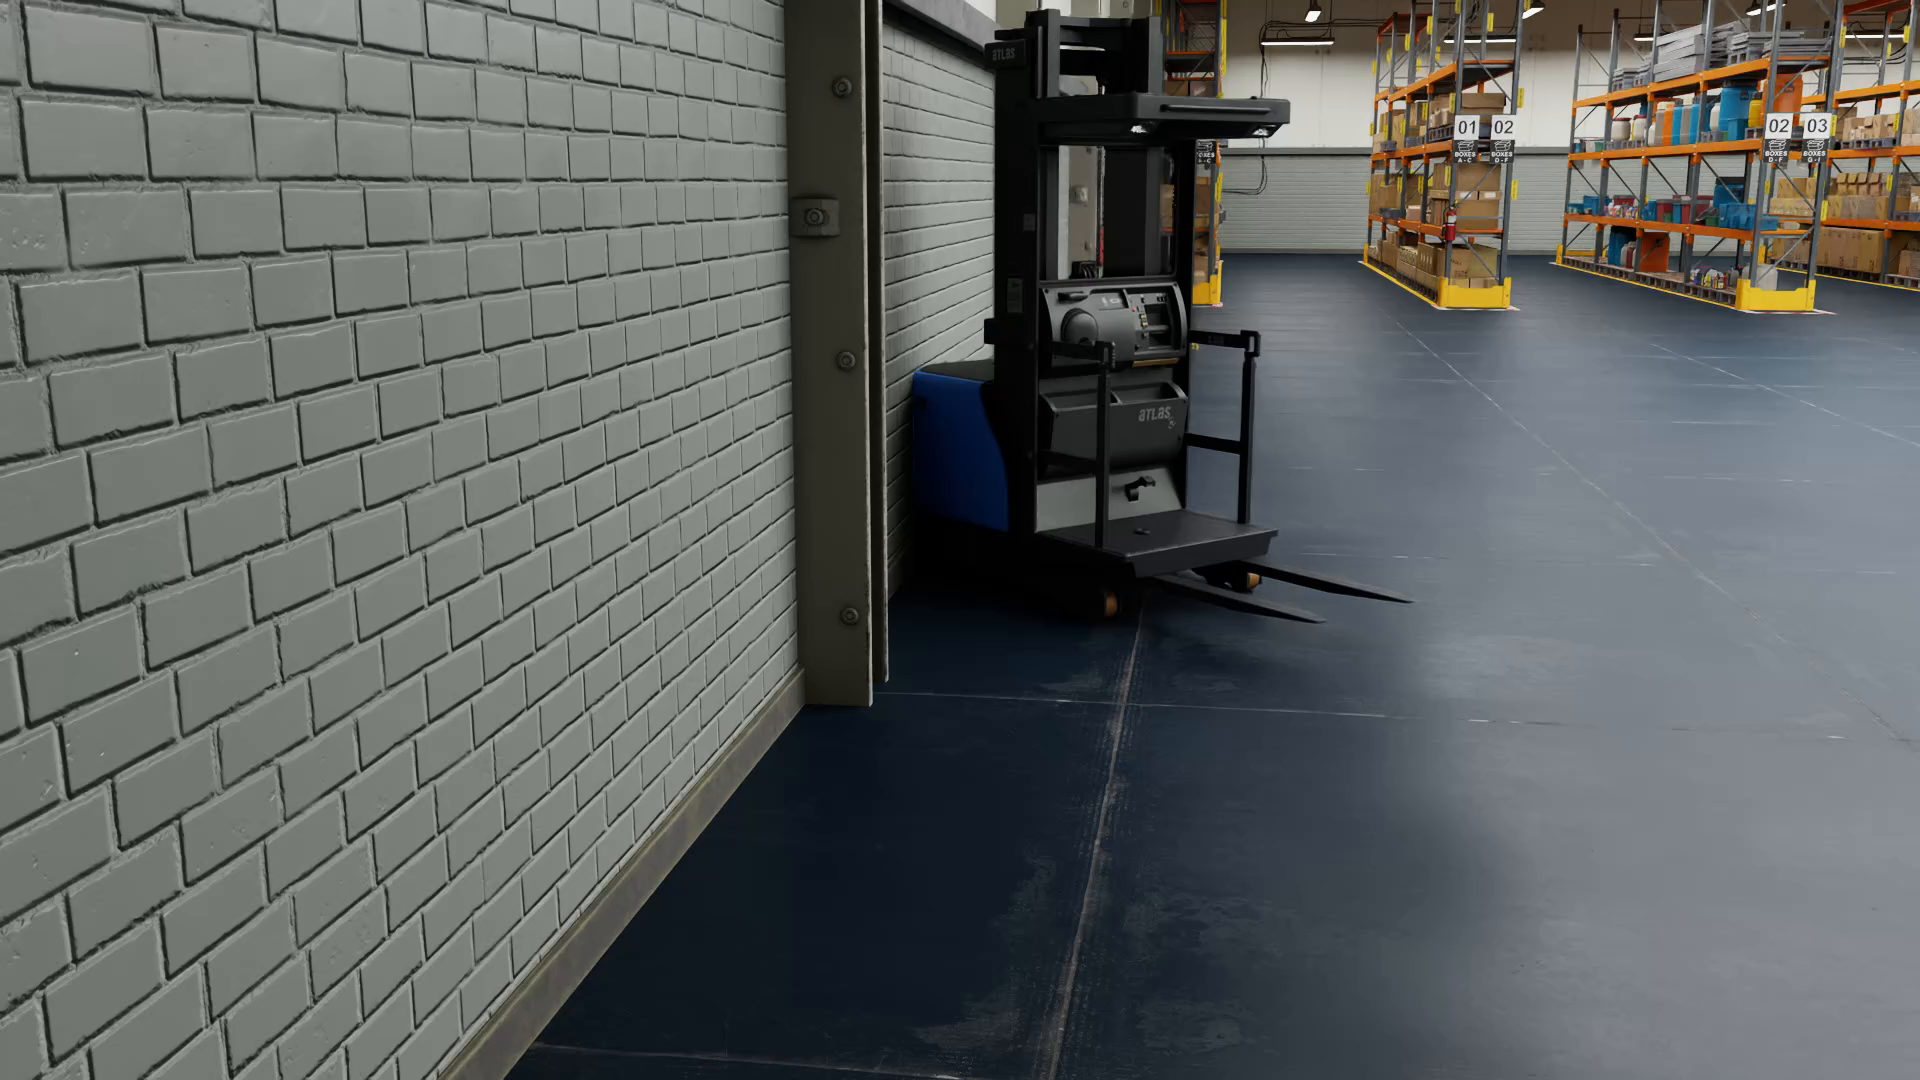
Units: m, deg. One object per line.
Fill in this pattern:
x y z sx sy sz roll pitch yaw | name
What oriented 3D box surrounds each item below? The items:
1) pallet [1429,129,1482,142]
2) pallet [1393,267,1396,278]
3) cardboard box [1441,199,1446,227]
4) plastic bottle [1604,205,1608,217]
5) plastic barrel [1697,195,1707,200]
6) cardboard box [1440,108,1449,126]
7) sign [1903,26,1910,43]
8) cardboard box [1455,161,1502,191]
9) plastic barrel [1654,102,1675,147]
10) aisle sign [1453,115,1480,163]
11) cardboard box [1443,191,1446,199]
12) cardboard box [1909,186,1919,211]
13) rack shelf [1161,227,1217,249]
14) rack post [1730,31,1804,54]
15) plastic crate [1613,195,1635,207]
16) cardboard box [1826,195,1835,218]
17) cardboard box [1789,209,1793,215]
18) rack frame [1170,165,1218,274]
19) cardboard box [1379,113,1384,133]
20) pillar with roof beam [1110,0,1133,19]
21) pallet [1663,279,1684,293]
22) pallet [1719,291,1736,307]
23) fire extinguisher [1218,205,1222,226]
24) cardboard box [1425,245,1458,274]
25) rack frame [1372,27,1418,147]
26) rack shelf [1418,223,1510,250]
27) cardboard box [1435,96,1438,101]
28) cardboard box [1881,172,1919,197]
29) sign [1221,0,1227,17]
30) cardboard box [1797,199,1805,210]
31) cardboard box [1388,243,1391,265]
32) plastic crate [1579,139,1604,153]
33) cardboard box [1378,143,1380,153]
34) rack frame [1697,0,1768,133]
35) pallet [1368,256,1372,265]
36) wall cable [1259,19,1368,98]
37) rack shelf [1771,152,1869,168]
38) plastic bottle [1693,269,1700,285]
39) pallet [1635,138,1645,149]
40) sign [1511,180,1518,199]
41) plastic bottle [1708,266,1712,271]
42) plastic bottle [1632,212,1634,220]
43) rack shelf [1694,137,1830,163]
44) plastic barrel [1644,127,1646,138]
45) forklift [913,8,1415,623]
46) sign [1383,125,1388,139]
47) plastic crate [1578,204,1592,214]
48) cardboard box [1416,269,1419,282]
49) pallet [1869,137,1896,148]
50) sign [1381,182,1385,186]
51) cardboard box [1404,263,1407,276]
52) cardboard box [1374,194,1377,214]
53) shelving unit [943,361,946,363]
9.351 -7.569 31.086 1.003 0.211 1.213 2 12 9 | pallet
10.224 -5.948 37.093 1.003 0.211 1.213 2 12 9 | pallet
9.161 -5.960 30.291 0.700 0.500 0.500 2 12 10 | cardboard box
15.083 -7.681 38.793 0.061 0.283 0.133 2 12 9 | plastic bottle
14.827 -6.574 33.057 0.433 0.535 0.433 0 12 0 | plastic barrel
8.844 -7.552 29.680 0.500 0.311 0.500 3 13 15 | cardboard box
19.311 -10.319 33.924 0.100 0.325 0.005 2 12 9 | sign
8.934 -6.283 28.709 0.700 0.500 0.500 2 12 9 | cardboard box
14.625 -8.543 34.206 0.600 0.901 0.600 0 12 0 | plastic barrel
8.541 -6.759 28.063 0.394 0.787 0.004 2 12 9 | aisle sign
8.910 -6.213 29.926 0.380 0.149 0.250 2 12 10 | cardboard box
19.816 -6.976 34.009 0.500 0.500 0.500 0 12 2 | cardboard box
4.254 -5.716 31.105 1.077 0.370 4.000 2 12 9 | rack shelf
14.003 -8.631 28.860 0.937 0.300 0.954 2 12 8 | rack post
15.966 -8.067 40.011 0.402 0.464 0.583 2 12 9 | plastic crate
20.157 -7.629 38.037 0.500 0.500 0.500 2 12 9 | cardboard box
20.474 -7.995 40.566 0.380 0.149 0.250 2 12 7 | cardboard box
5.177 -7.317 36.825 1.000 3.000 0.127 2 12 9 | rack frame
11.079 -10.618 42.410 0.700 0.500 0.500 2 12 9 | cardboard box
6.530 -7.370 22.829 9.100 9.000 0.400 2 12 9 | pillar with roof beam
14.433 -4.965 32.530 1.003 0.211 1.213 2 12 9 | pallet
13.831 -4.154 28.766 1.003 0.211 1.213 2 12 9 | pallet
6.886 -8.779 44.676 0.296 0.674 0.183 2 12 9 | fire extinguisher
8.848 -5.154 30.537 0.500 0.500 0.500 2 12 9 | cardboard box
11.302 -11.755 43.179 1.000 3.000 0.127 2 12 9 | rack frame
9.149 -5.557 30.364 1.077 0.370 4.000 2 12 9 | rack shelf
9.655 -8.536 32.940 0.500 0.500 0.500 3 13 14 | cardboard box
19.988 -7.526 35.179 0.797 0.503 0.637 2 12 11 | cardboard box
4.482 -9.062 28.277 0.100 0.325 0.005 2 12 9 | sign
20.439 -8.055 39.898 0.500 0.250 0.500 2 12 10 | cardboard box
10.138 -6.570 38.247 0.500 0.500 0.500 1 12 7 | cardboard box
15.690 -9.788 41.319 0.504 0.338 0.767 2 12 9 | plastic crate
10.737 -9.805 41.605 0.500 0.250 0.500 2 12 9 | cardboard box
14.351 -9.096 30.840 1.000 3.000 0.127 2 12 9 | rack frame
11.169 -7.277 43.261 1.003 0.211 1.213 2 12 9 | pallet
10.303 -13.944 48.718 3.097 2.526 0.112 2 12 9 | wall cable
20.783 -9.199 40.146 1.077 0.370 4.000 2 12 9 | rack shelf
13.846 -4.927 31.154 0.152 0.276 0.135 2 12 11 | plastic bottle
15.180 -8.526 35.764 1.003 0.211 1.213 2 12 9 | pallet
9.389 -5.935 28.168 0.100 0.325 0.005 2 12 9 | sign
13.959 -4.924 30.966 0.144 0.351 0.185 2 12 9 | plastic bottle
14.678 -7.068 36.143 0.097 0.201 0.097 0 12 0 | plastic bottle
14.043 -6.862 29.300 1.077 0.370 4.000 2 12 9 | rack shelf
14.986 -8.828 36.048 0.301 0.262 0.301 0 12 0 | plastic barrel
0.928 -1.153 8.388 1.130 2.935 3.031 -9 15 -36 | forklift
10.150 -9.725 39.651 0.100 0.325 0.005 2 12 9 | sign
15.584 -8.231 41.324 0.416 0.233 0.300 2 12 9 | plastic crate
9.086 -5.099 32.063 0.500 0.250 0.500 2 12 9 | cardboard box
19.906 -8.345 34.925 1.213 0.211 1.003 2 12 11 | pallet
10.150 -8.429 39.931 0.100 0.325 0.005 2 12 9 | sign
9.472 -5.599 34.384 0.500 0.250 0.500 2 12 10 | cardboard box
10.741 -8.472 41.946 0.500 0.500 0.500 2 12 9 | cardboard box
-0.011 -0.533 9.964 0.215 1.050 0.252 1 12 8 | shelving unit
